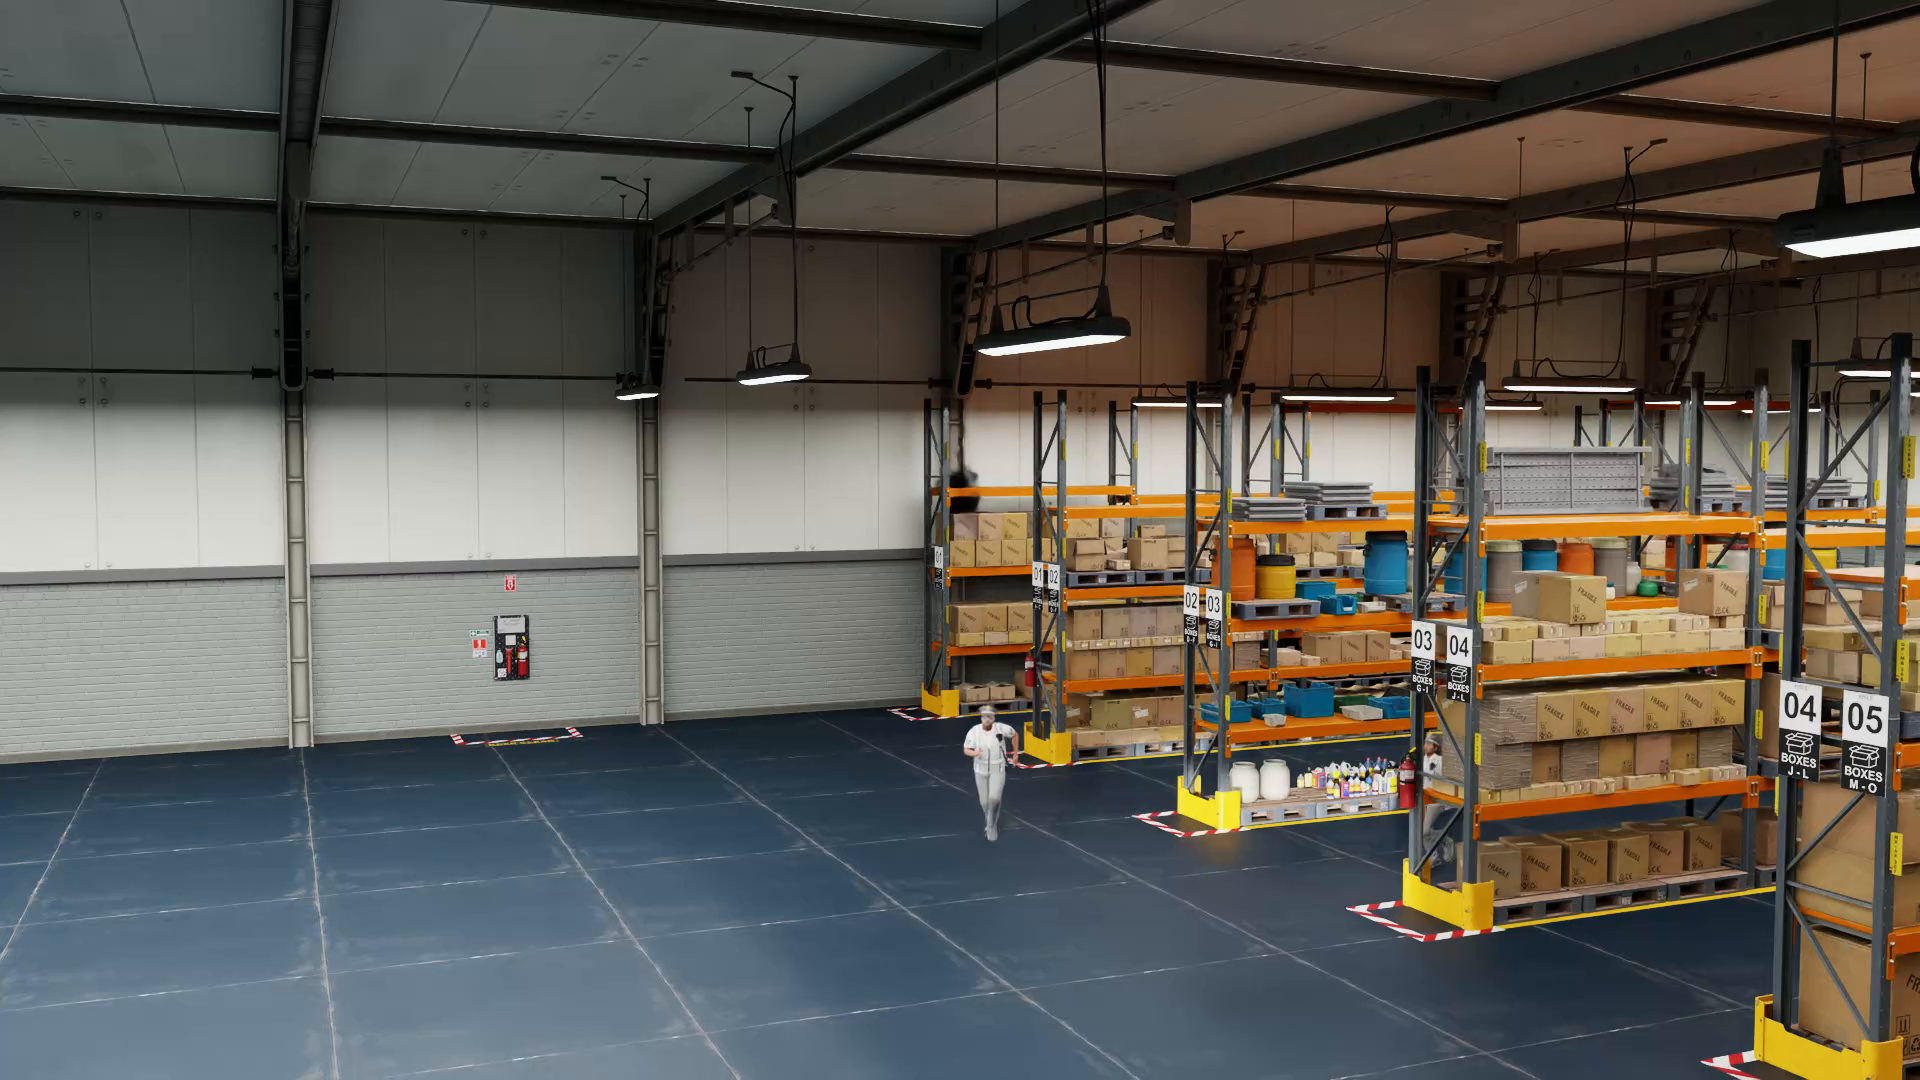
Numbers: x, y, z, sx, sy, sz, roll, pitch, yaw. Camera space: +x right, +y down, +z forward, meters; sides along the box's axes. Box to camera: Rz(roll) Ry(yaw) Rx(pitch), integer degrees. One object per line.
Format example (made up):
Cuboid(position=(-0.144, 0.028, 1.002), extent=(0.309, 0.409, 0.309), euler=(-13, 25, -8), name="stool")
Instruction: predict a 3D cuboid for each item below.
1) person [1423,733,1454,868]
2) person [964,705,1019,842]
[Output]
Cuboid(position=(5.666, 3.163, 20.104), extent=(0.562, 1.665, 0.623), euler=(-2, 4, -30), name="person")
Cuboid(position=(0.400, 3.017, 21.617), extent=(0.690, 1.796, 0.845), euler=(0, 3, 7), name="person")
